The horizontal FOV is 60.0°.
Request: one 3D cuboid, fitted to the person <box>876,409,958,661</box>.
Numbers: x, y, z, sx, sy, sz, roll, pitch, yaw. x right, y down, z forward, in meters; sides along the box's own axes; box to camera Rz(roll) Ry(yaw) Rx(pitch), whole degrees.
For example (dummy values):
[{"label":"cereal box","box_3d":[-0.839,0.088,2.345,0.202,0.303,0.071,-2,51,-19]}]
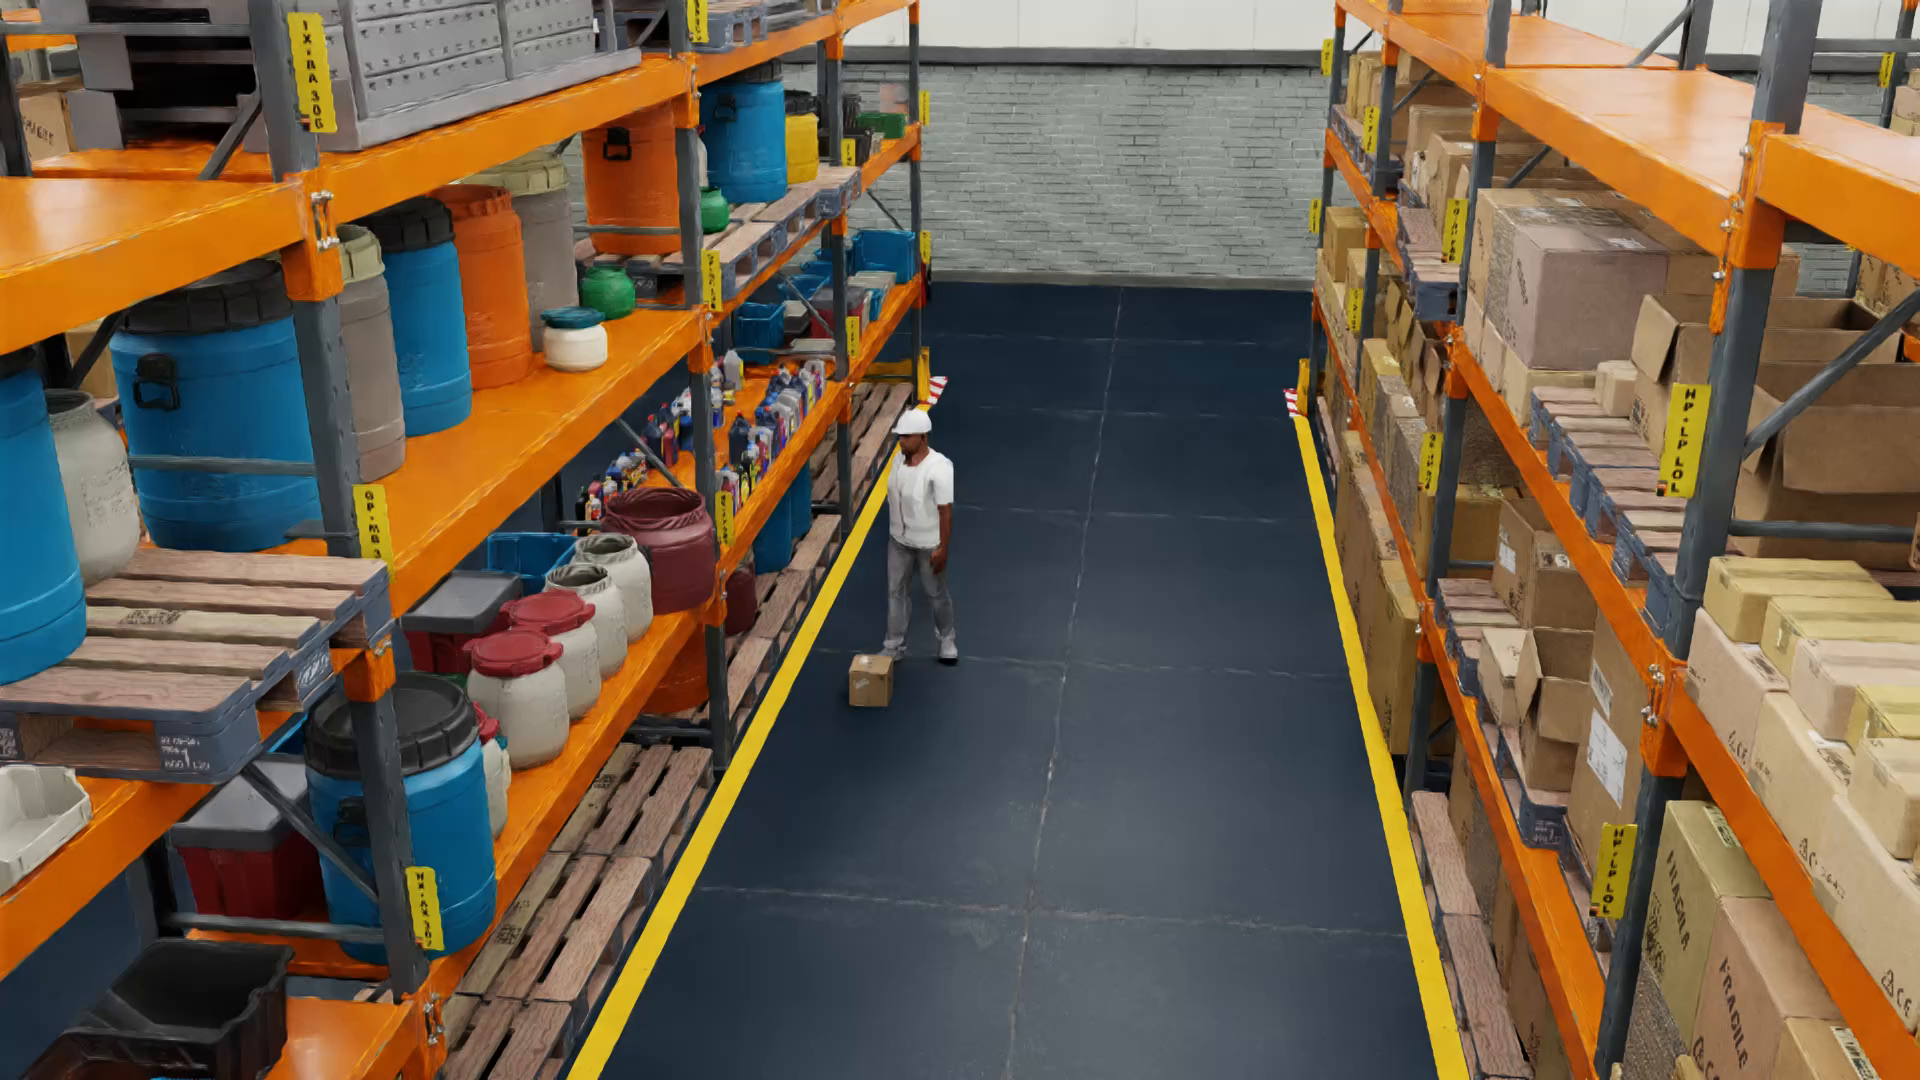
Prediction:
[{"label":"person","box_3d":[-0.296,-0.005,11.043,0.578,1.767,0.657,17,27,36]}]
